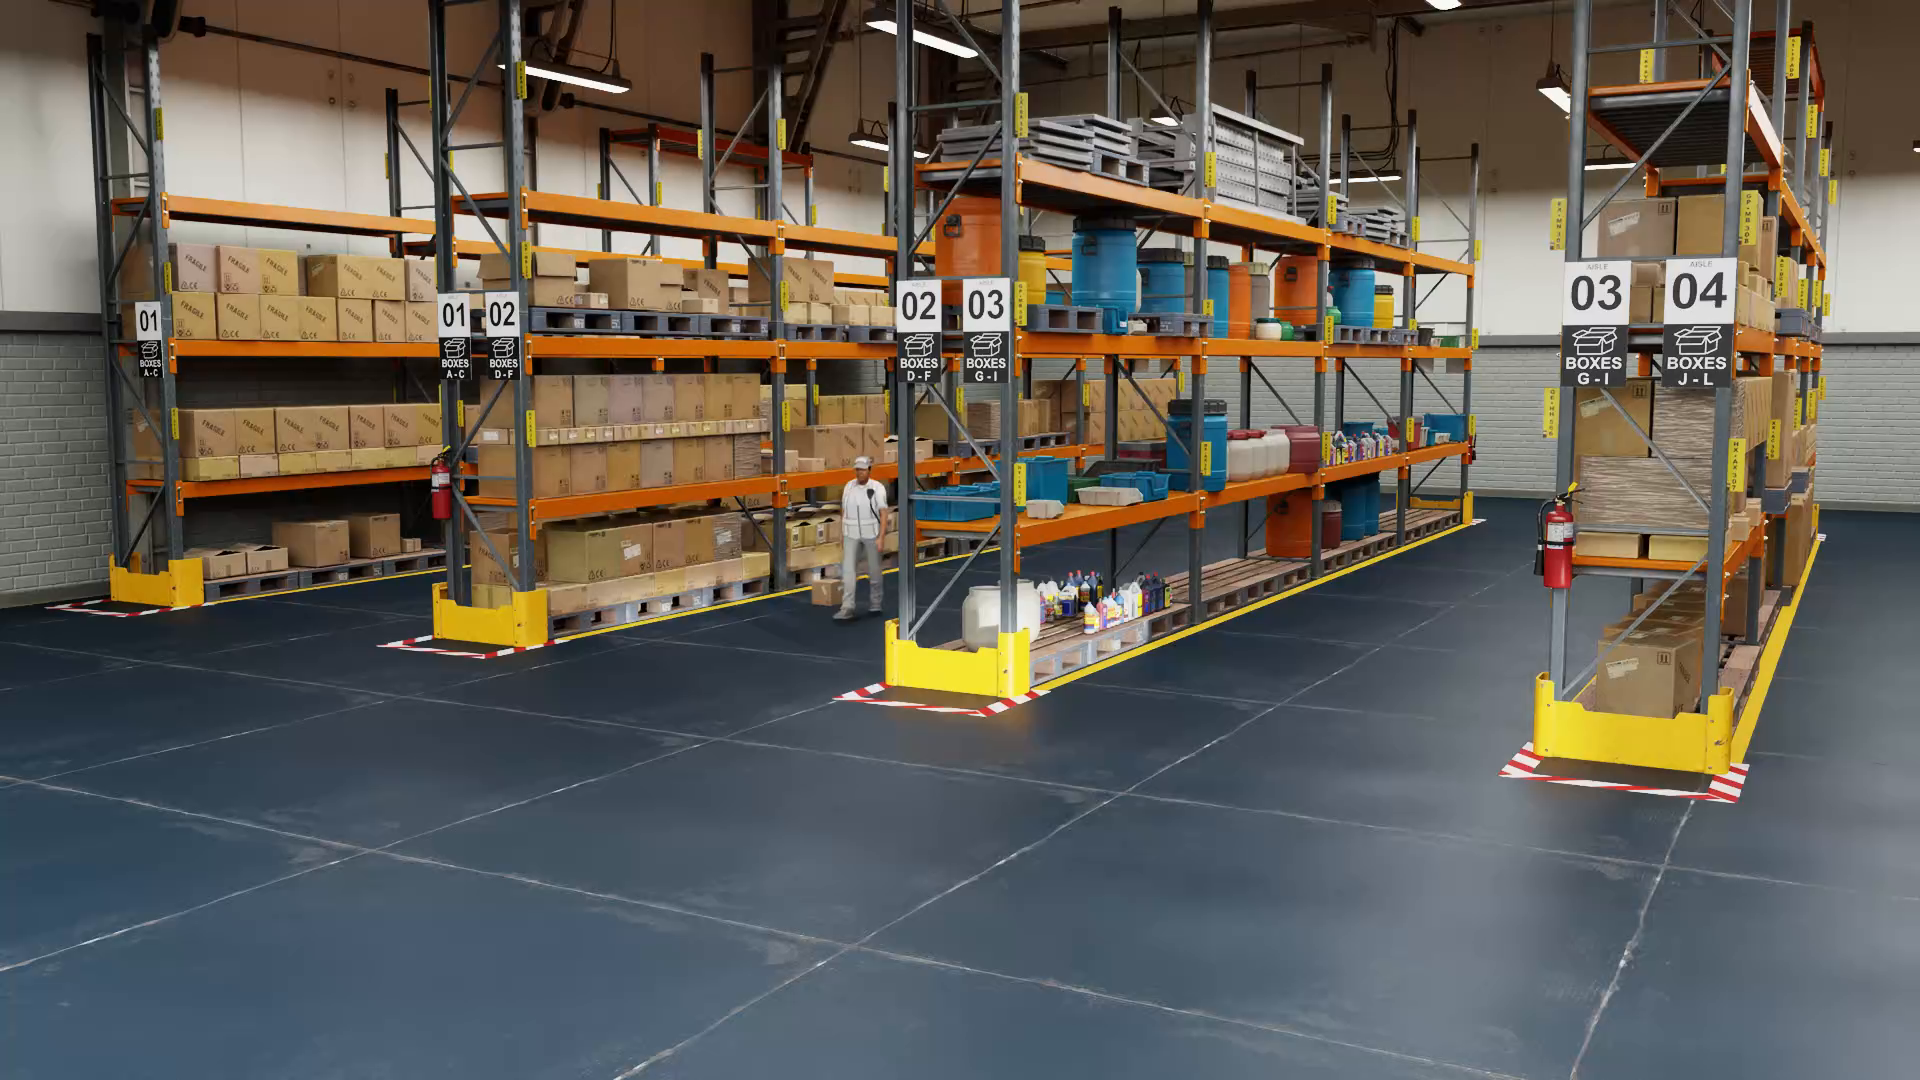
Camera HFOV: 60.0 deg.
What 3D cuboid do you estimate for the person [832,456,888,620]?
[{"bbox_3d":[-0.975,-0.039,16.647,0.520,1.600,0.983,1,6,8],"label":"person"}]
